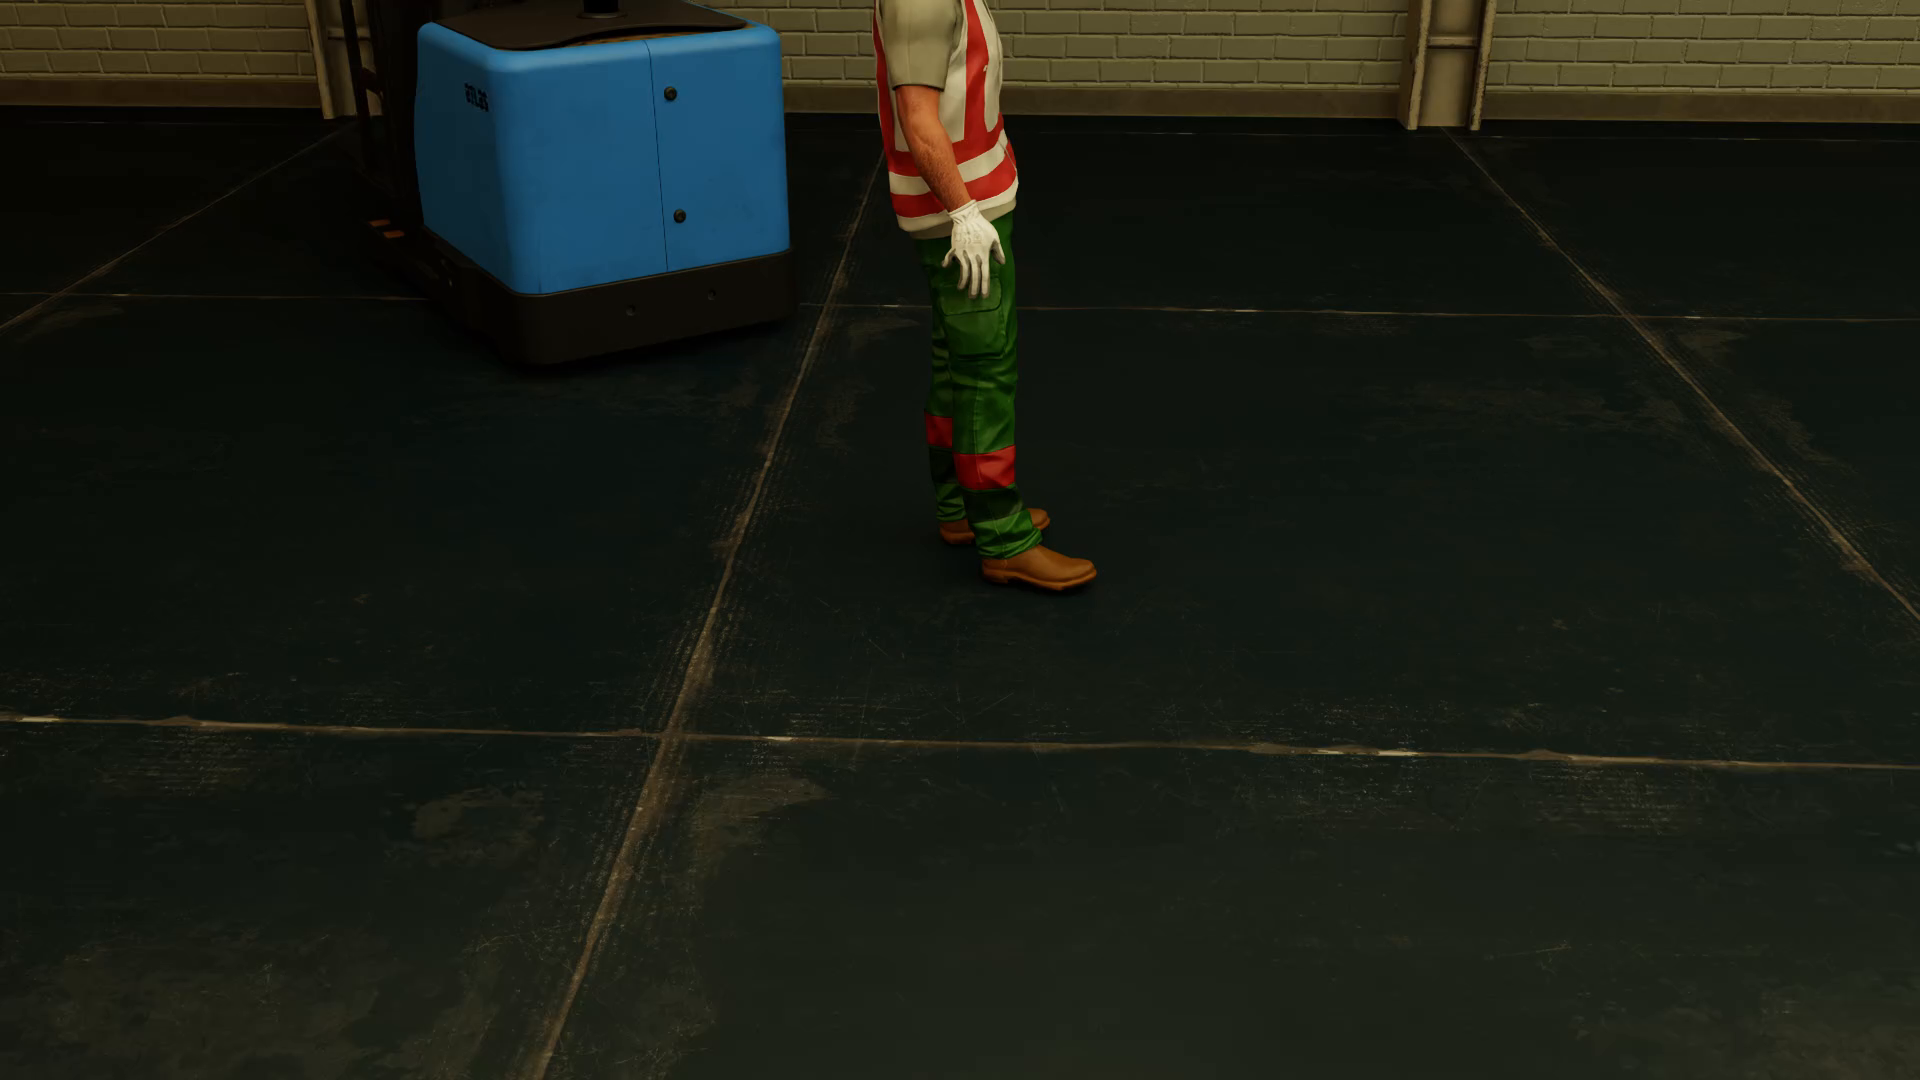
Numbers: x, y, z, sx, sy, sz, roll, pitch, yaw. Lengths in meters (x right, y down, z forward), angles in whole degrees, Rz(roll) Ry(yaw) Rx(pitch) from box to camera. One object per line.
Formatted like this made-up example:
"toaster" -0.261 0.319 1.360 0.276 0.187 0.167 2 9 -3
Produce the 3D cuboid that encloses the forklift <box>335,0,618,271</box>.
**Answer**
"forklift" -1.814 -2.503 6.283 1.121 2.935 3.031 -16 31 -29

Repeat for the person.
"person" 0.010 -0.805 4.110 0.421 1.688 0.638 1 26 2
